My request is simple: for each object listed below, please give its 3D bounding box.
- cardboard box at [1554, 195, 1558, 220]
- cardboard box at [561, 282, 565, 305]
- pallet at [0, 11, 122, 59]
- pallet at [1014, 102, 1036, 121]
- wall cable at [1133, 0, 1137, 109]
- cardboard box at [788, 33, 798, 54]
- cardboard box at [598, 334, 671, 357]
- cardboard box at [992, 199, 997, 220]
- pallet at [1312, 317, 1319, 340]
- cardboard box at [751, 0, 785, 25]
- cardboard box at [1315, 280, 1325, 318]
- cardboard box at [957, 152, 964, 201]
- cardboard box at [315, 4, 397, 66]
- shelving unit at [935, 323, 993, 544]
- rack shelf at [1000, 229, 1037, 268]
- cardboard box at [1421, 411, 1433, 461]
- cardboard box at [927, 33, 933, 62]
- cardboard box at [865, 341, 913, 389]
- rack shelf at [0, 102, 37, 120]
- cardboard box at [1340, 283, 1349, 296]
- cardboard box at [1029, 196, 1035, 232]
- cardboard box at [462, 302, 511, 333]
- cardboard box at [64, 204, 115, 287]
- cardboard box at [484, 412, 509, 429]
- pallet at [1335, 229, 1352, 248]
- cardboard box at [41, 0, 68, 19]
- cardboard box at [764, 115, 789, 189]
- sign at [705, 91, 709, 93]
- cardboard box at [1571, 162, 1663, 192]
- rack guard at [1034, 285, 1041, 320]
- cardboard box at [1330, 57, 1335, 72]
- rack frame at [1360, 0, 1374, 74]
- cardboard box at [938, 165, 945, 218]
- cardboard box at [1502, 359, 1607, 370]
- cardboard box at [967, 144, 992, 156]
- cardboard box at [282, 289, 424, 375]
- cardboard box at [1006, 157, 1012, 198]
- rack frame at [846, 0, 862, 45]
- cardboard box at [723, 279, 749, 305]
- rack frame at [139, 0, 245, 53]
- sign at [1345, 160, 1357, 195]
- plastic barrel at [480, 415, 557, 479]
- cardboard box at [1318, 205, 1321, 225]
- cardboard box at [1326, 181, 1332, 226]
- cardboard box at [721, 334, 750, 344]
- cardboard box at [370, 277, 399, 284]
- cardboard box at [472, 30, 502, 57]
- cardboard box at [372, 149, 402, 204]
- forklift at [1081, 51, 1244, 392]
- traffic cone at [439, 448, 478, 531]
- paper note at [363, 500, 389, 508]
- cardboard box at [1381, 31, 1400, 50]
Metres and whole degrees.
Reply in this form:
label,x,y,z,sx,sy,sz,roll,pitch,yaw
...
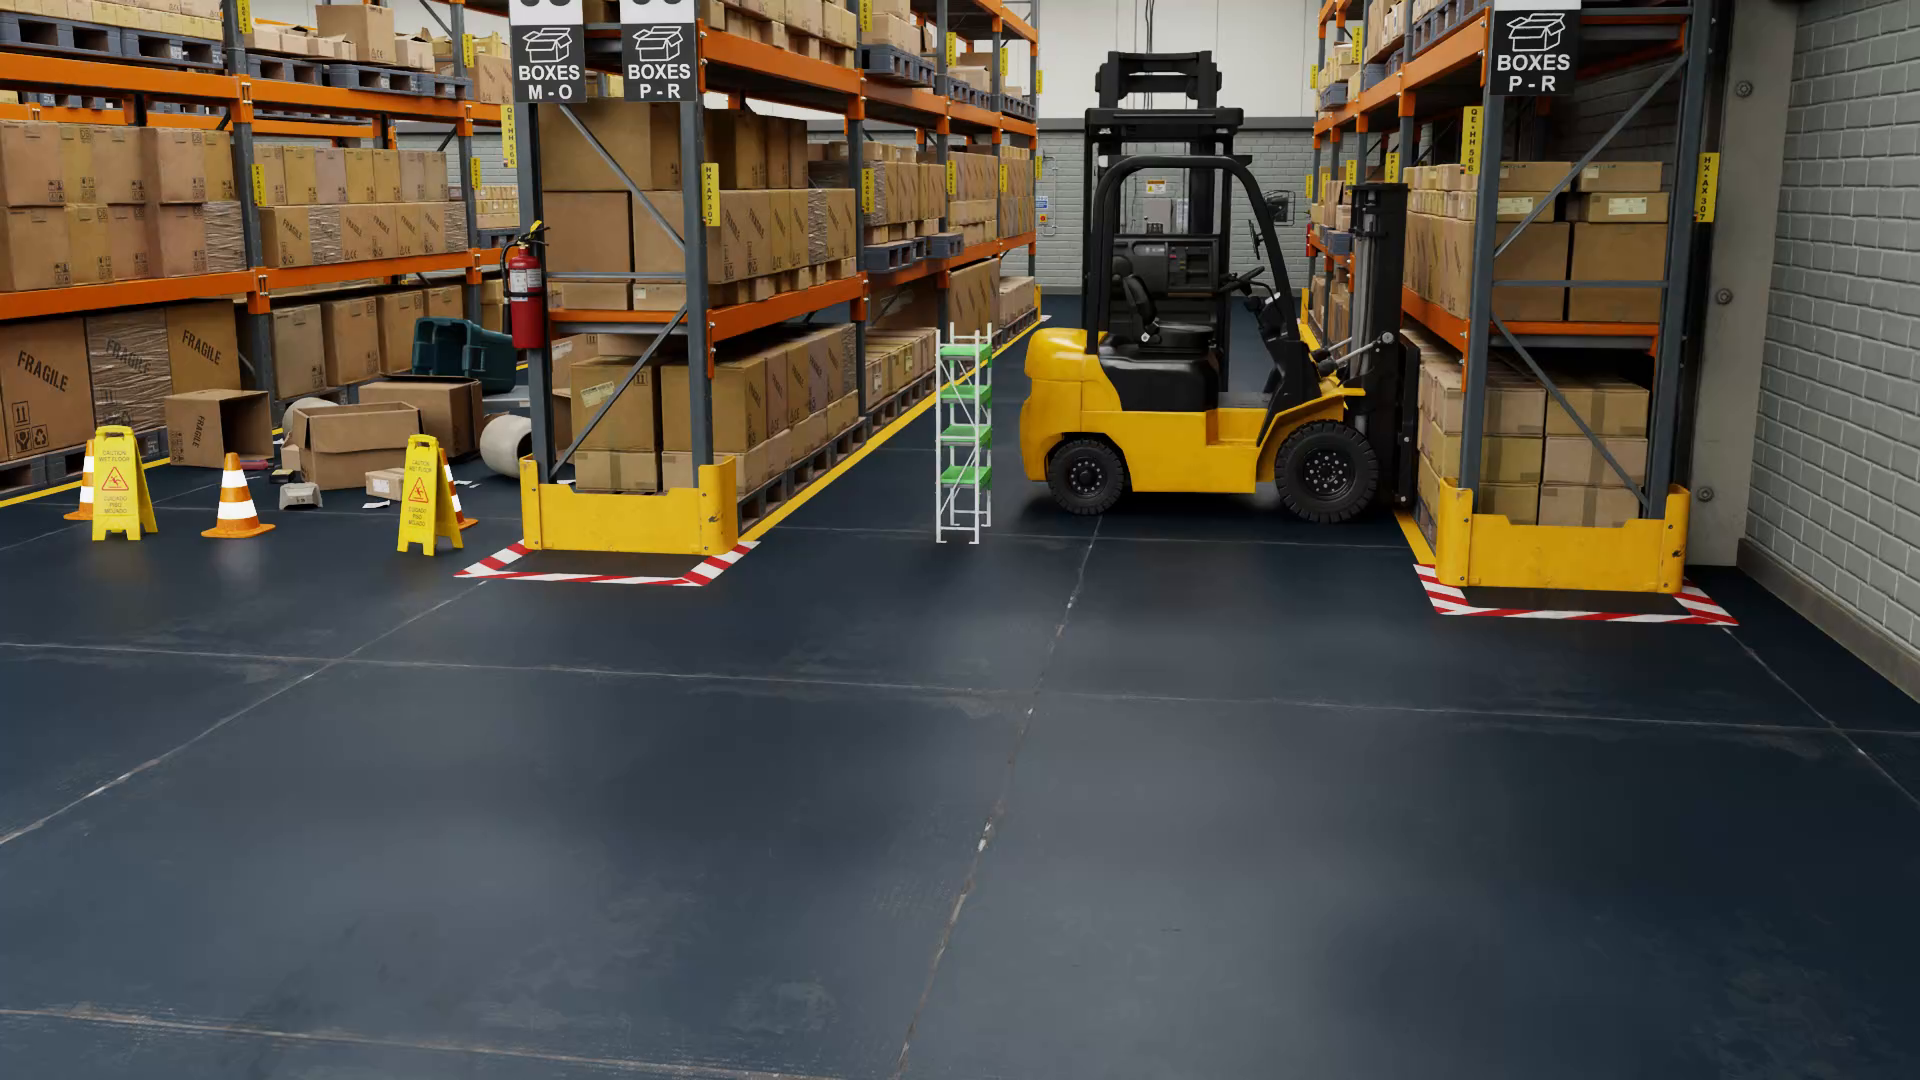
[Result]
label,x,y,z,sx,sy,sz,roll,pitch,yaw
cardboard box,3.378,-1.792,8.912,0.380,0.149,0.250,2,12,8
cardboard box,-2.081,-1.436,9.635,0.380,0.149,0.250,2,12,8
pallet,-6.474,-3.390,11.193,1.003,0.211,1.213,2,12,9
pallet,0.500,-6.017,23.383,1.003,0.211,1.213,2,12,9
wall cable,1.943,-8.850,29.197,2.355,3.000,0.029,2,12,9
cardboard box,-1.284,-3.254,10.947,0.380,0.149,0.250,2,12,10
cardboard box,-2.001,-1.217,10.229,0.380,0.149,0.250,2,12,10
cardboard box,0.161,-3.987,20.045,0.500,0.250,0.500,2,12,9
pallet,5.186,-2.790,21.941,1.003,0.211,1.213,2,12,9
cardboard box,-1.374,-3.265,10.055,0.500,0.250,0.500,2,12,10
cardboard box,4.972,-3.164,21.993,0.500,0.500,0.500,2,12,10
cardboard box,-0.242,-3.819,17.485,0.500,0.500,0.500,2,12,9
cardboard box,-5.524,-4.621,15.225,0.500,0.500,0.500,2,12,9
shelving unit,0.025,-0.621,9.527,0.258,1.200,0.503,2,12,9
rack shelf,0.297,-3.981,22.552,1.077,0.370,4.000,2,12,9
cardboard box,2.902,-0.579,9.403,0.500,0.250,0.500,2,12,8
cardboard box,-0.662,-5.016,17.295,0.700,0.500,0.500,1,12,6
cardboard box,-0.951,-1.575,14.923,0.950,0.372,0.625,2,12,11
rack shelf,-10.726,-4.103,15.999,1.077,0.370,4.000,2,12,9
cardboard box,4.582,-2.876,19.117,0.380,0.149,0.250,1,12,6
cardboard box,0.791,-4.689,23.892,0.500,0.500,0.500,2,12,9
cardboard box,-5.172,-2.345,18.191,0.500,0.500,0.500,1,12,6
cardboard box,-6.437,-2.049,11.524,0.875,0.550,0.500,2,12,9
cardboard box,-3.487,-0.814,12.641,0.258,0.266,0.396,-7,14,-30
pallet,4.573,-3.234,17.837,1.003,0.211,1.213,2,12,9
cardboard box,-6.161,-3.532,11.004,0.380,0.149,0.250,2,12,9
cardboard box,-1.624,-2.744,11.787,0.700,0.500,0.500,2,12,9
sign,-3.757,-6.765,24.543,0.100,0.325,0.005,2,12,9
cardboard box,3.311,-1.832,8.393,0.380,0.149,0.250,2,12,8
rack guard,0.608,-3.532,24.695,1.175,0.500,0.348,2,12,9
cardboard box,4.363,-5.342,18.696,0.380,0.149,0.250,2,12,8
rack frame,4.279,-5.856,15.306,1.000,3.000,0.127,2,12,9
cardboard box,-0.421,-3.379,16.114,0.500,0.500,0.500,2,12,7
cardboard box,3.470,-0.910,9.751,0.500,0.250,0.500,2,12,8
cardboard box,0.294,-4.828,20.626,0.380,0.149,0.250,2,12,8
cardboard box,-5.847,-2.022,16.100,1.050,0.750,0.750,2,12,10
cardboard box,0.385,-4.650,21.339,0.500,0.500,0.500,2,12,8
rack frame,-1.241,-5.183,12.185,1.000,3.000,0.127,2,12,9
cardboard box,-1.454,-1.465,9.767,0.380,0.149,0.250,1,12,7
rack frame,-6.148,-5.323,12.832,1.000,3.000,0.127,2,12,9
sign,3.741,-3.466,15.897,0.100,0.325,0.005,2,12,9
plastic barrel,-3.035,-0.638,11.447,0.421,0.421,0.512,-10,16,-40
cardboard box,4.964,-4.257,21.778,0.500,0.250,0.500,2,12,7
cardboard box,4.519,-3.809,18.813,0.700,0.500,0.500,2,12,9
cardboard box,-1.751,-1.145,11.435,0.500,0.500,0.500,3,12,12
cardboard box,-9.207,-4.101,25.447,0.875,0.875,0.875,2,12,9
cardboard box,-5.119,-5.295,17.767,0.396,0.266,0.258,2,12,9
cardboard box,-5.765,-3.455,15.795,0.700,0.500,0.500,2,12,8
forklift,1.437,-2.063,12.111,1.130,2.935,3.031,1,12,3
traffic cone,-3.065,-0.309,9.830,0.336,0.463,0.334,2,12,9
paper note,-3.678,-0.228,10.478,0.148,0.019,0.142,-2,12,-11
cardboard box,3.651,-4.088,13.583,0.380,0.149,0.250,2,12,8
